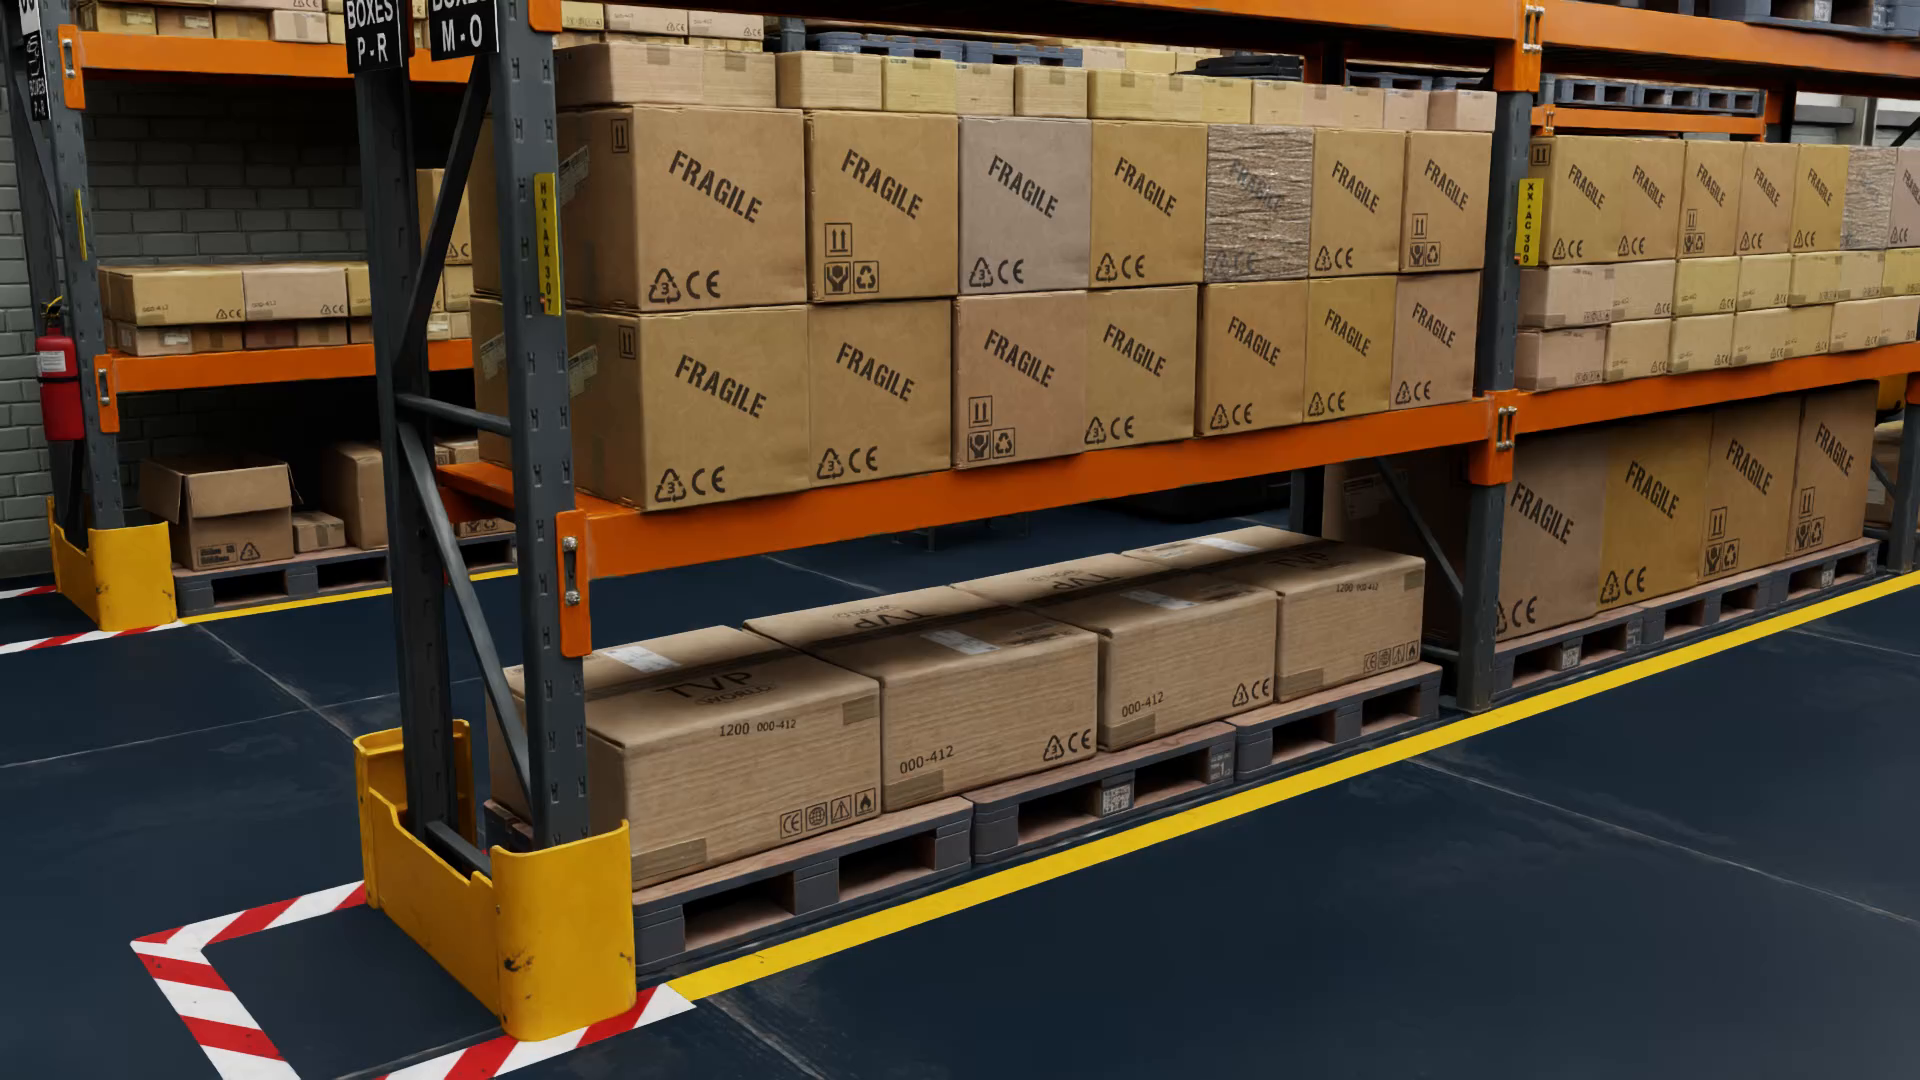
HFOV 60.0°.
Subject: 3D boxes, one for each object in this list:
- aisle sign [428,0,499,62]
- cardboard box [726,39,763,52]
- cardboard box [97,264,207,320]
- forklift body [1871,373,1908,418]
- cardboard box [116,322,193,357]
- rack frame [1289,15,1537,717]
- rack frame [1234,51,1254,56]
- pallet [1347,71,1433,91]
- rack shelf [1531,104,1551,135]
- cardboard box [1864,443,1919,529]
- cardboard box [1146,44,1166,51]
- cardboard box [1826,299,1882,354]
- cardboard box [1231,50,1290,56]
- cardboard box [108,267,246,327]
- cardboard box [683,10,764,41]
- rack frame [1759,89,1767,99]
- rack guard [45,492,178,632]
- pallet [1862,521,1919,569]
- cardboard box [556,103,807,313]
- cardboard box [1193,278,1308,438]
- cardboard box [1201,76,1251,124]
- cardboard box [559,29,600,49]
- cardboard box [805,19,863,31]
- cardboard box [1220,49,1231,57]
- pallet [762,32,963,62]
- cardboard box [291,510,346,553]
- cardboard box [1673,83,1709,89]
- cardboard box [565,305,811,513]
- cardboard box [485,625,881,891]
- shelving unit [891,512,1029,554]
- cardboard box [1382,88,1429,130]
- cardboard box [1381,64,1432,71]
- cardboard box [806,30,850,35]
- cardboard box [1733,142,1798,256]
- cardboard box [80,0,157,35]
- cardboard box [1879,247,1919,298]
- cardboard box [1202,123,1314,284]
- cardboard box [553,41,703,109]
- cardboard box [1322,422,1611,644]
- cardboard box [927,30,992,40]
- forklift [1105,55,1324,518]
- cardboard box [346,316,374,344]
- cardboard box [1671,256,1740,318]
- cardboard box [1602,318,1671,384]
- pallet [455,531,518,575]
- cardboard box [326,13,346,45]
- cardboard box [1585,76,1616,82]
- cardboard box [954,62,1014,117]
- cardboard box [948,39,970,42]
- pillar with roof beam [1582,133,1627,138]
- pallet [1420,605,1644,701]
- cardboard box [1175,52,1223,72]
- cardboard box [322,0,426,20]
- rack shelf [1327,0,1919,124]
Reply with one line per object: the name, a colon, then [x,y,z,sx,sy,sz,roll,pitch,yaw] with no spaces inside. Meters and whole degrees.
aisle sign: [-1.180,-1.534,3.874,0.004,0.787,0.394,-9,15,-38]
cardboard box: [-1.382,-2.892,9.912,0.250,0.149,0.380,-10,15,-38]
cardboard box: [-4.216,-1.298,8.667,0.500,0.250,0.500,-9,15,-36]
forklift body: [7.744,-2.243,15.512,1.214,2.155,2.313,-9,15,-38]
cardboard box: [-3.981,-0.999,8.216,0.250,0.149,0.380,-10,15,-38]
rack frame: [1.818,-0.838,6.854,0.127,3.000,1.000,-9,15,-38]
rack frame: [1.838,-5.096,12.464,0.127,3.000,1.000,-9,15,-38]
pallet: [3.183,-3.785,13.964,1.213,0.211,1.003,-9,15,-35]
rack shelf: [3.399,-3.537,14.073,4.000,0.370,1.077,-9,15,-38]
cardboard box: [5.389,-0.349,9.865,0.625,0.372,0.950,-11,16,-41]
cardboard box: [1.276,-3.605,12.065,0.250,0.149,0.380,-9,15,-36]
cardboard box: [4.320,-1.107,8.482,0.500,0.250,0.500,-9,15,-37]
cardboard box: [2.300,-3.765,12.727,0.250,0.166,0.380,-9,15,-38]
cardboard box: [-3.886,-1.211,8.255,0.500,0.250,0.500,-9,15,-37]
cardboard box: [-1.506,-3.079,9.830,0.500,0.250,0.500,-9,15,-37]
rack frame: [8.085,-6.134,17.353,0.127,3.000,1.000,-9,15,-38]
rack guard: [-4.350,0.089,8.505,0.348,0.500,1.175,-9,15,-38]
pallet: [5.553,-0.094,10.064,1.213,0.211,1.003,-9,15,-38]
cardboard box: [-0.753,-0.873,4.371,0.500,0.500,0.500,-10,15,-39]
cardboard box: [0.834,-0.650,5.728,0.500,0.500,0.500,-10,15,-38]
cardboard box: [0.739,-1.446,5.508,0.250,0.149,0.380,-10,15,-39]
cardboard box: [-2.212,-2.767,9.320,0.250,0.149,0.380,-9,15,-36]
cardboard box: [-0.804,-3.216,10.182,0.250,0.149,0.380,-9,15,-37]
cardboard box: [2.243,-3.946,13.376,0.500,0.250,0.500,-9,15,-38]
pallet: [-0.733,-3.091,10.696,1.003,0.211,1.213,-9,15,-38]
cardboard box: [-3.516,-0.047,8.982,0.250,0.149,0.380,-10,16,-40]
cardboard box: [7.029,-4.757,16.594,0.500,0.500,0.700,-9,15,-37]
cardboard box: [-0.751,-0.384,4.473,0.500,0.500,0.500,-10,15,-38]
cardboard box: [-0.852,0.627,5.112,0.875,0.438,0.875,-10,16,-40]
shelving unit: [0.005,-0.735,9.977,0.755,1.500,0.431,-9,15,-38]
cardboard box: [1.503,-1.585,6.163,0.250,0.149,0.380,-9,15,-36]
cardboard box: [3.690,-3.987,13.817,0.250,0.149,0.380,-10,15,-38]
cardboard box: [-0.915,-3.328,10.712,0.250,0.149,0.380,-9,15,-36]
cardboard box: [3.514,-1.590,7.746,0.500,0.500,0.500,-10,15,-39]
cardboard box: [-4.015,-2.472,7.930,0.250,0.149,0.380,-9,15,-36]
cardboard box: [4.722,-1.424,8.772,0.500,0.250,0.500,-10,15,-38]
cardboard box: [0.829,-1.138,5.618,0.500,0.500,0.500,-9,15,-37]
cardboard box: [-0.855,-1.175,4.233,0.250,0.149,0.380,-9,15,-36]
cardboard box: [2.252,-0.098,7.471,0.875,0.875,0.875,-9,15,-36]
cardboard box: [-0.008,-3.349,10.808,0.250,0.149,0.380,-10,15,-38]
forklift: [2.221,-1.800,11.549,3.031,2.935,1.130,-9,15,-37]
cardboard box: [-3.188,-1.137,8.868,0.250,0.149,0.380,-9,15,-37]
cardboard box: [3.138,-1.154,7.499,0.500,0.250,0.500,-9,15,-37]
cardboard box: [2.730,-0.846,7.254,0.500,0.250,0.500,-10,16,-39]
pallet: [-2.776,-0.030,9.764,1.213,0.211,1.003,-9,15,-38]
cardboard box: [-3.157,-2.591,8.494,0.250,0.149,0.380,-9,15,-38]
cardboard box: [5.763,-4.427,15.498,0.500,0.311,0.500,-9,15,-37]
cardboard box: [-0.054,-1.316,4.895,0.250,0.149,0.380,-9,15,-37]
cardboard box: [-0.135,-3.475,11.404,0.250,0.149,0.380,-9,15,-37]
pillar with roof beam: [9.667,-5.492,14.328,0.400,9.000,9.100,-9,15,-38]
pallet: [2.374,0.414,7.673,1.213,0.211,1.003,-9,15,-38]
cardboard box: [1.589,-3.450,12.292,0.500,0.250,0.500,-10,16,-40]
cardboard box: [-3.100,-2.810,8.564,0.500,0.250,0.500,-10,16,-39]
rack shelf: [3.380,-2.213,7.839,4.000,0.370,1.077,-9,15,-38]
